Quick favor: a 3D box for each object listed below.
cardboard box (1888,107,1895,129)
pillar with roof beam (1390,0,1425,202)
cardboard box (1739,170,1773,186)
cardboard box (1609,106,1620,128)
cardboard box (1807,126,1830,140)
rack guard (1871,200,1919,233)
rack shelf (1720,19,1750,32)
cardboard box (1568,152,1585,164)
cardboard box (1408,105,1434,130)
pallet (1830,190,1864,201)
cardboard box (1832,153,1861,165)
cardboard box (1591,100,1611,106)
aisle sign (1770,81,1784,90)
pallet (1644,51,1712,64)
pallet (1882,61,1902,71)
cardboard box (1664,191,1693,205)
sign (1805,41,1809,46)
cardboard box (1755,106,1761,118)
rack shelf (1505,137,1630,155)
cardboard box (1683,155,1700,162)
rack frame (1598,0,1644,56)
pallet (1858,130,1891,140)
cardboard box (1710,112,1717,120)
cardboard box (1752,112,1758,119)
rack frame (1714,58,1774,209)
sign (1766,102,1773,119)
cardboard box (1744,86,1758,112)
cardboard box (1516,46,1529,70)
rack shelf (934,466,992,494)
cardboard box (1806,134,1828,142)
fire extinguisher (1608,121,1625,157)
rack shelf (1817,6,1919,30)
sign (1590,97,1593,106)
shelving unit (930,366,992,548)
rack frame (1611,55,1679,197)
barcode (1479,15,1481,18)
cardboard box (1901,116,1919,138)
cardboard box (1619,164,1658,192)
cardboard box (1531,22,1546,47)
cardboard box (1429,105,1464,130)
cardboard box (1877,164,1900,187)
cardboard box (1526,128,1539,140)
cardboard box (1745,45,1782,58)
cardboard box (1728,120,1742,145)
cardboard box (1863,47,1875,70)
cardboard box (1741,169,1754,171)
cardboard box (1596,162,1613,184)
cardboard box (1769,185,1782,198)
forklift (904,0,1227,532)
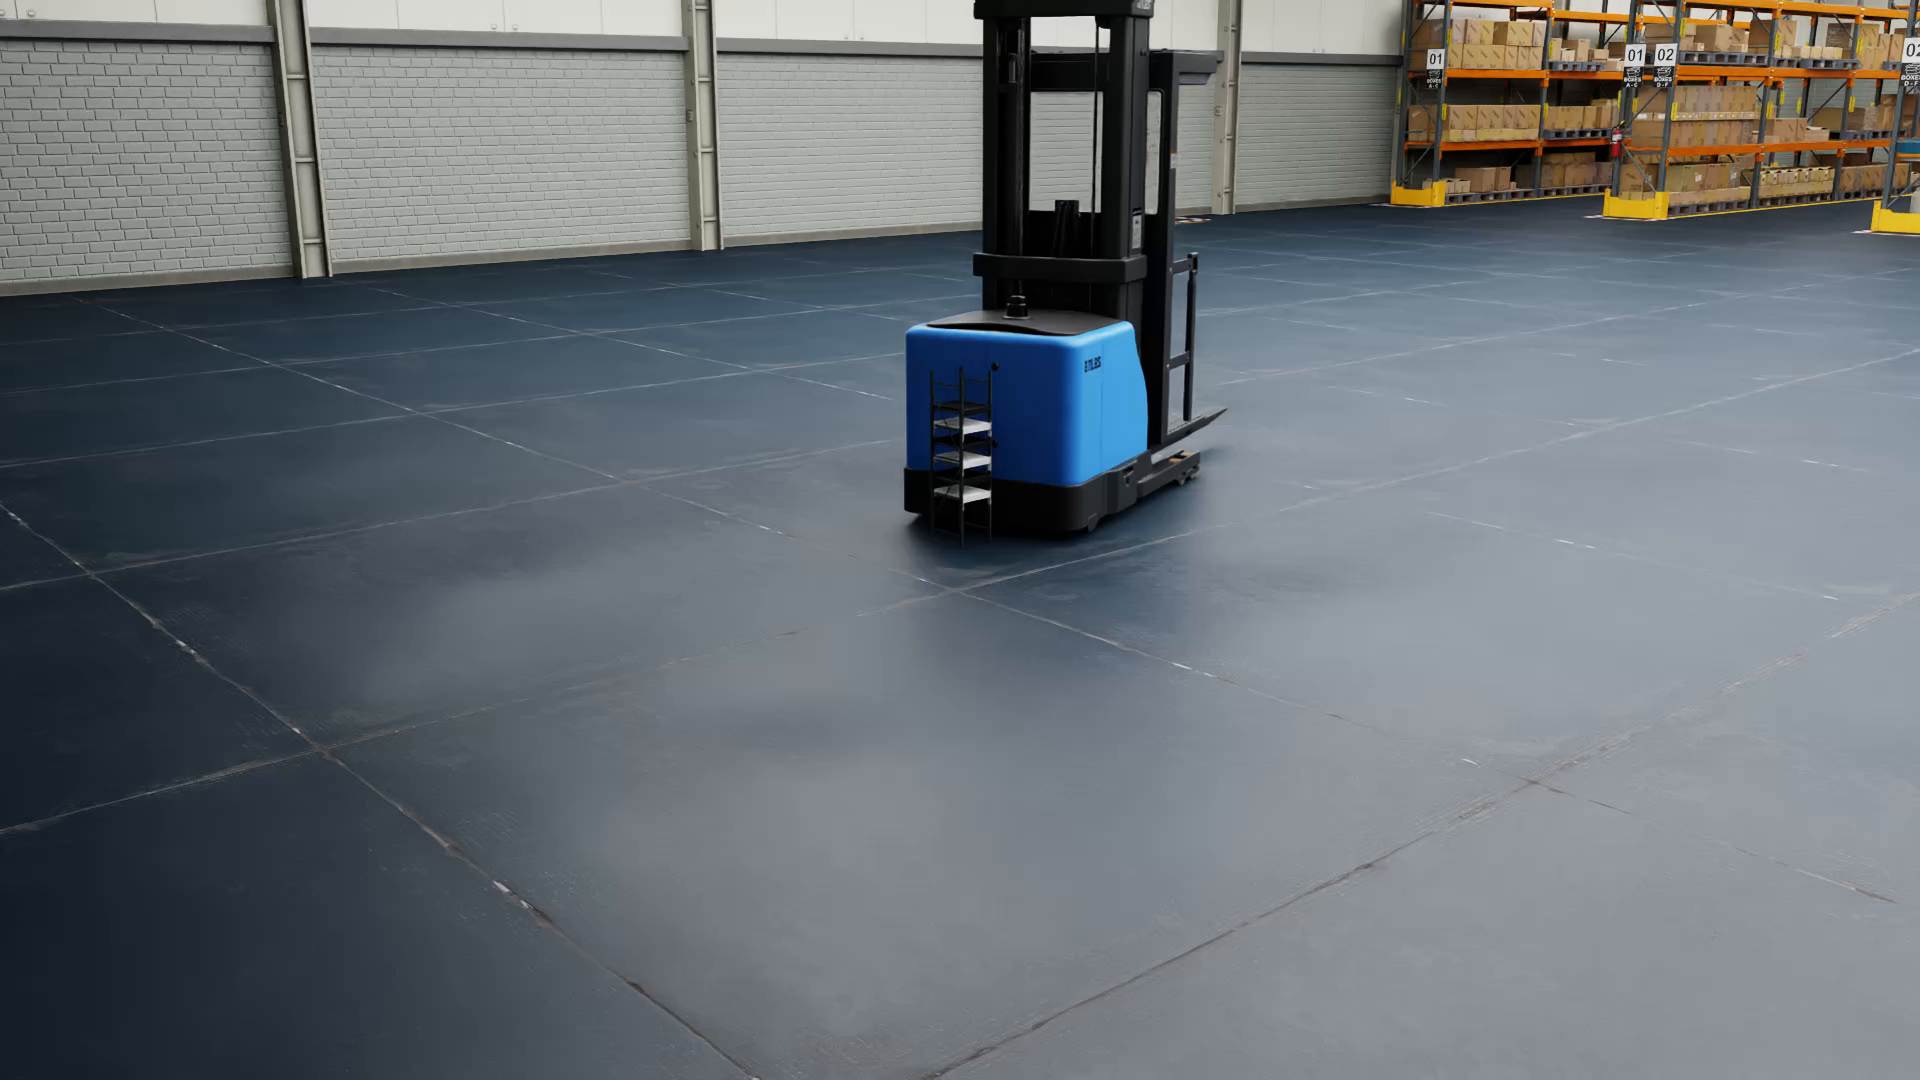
[{"bbox_3d":[21.572,-9.929,39.101,0.700,0.500,0.500,8,17,28],"label":"cardboard box"},{"bbox_3d":[12.555,-10.993,32.466,0.400,9.000,9.100,-13,19,-39],"label":"pillar with roof beam"},{"bbox_3d":[16.516,-7.526,34.541,0.500,0.311,0.500,-13,19,-39],"label":"cardboard box"},{"bbox_3d":[15.456,-10.180,40.002,0.700,0.500,0.500,13,20,40],"label":"cardboard box"},{"bbox_3d":[18.756,-8.941,36.581,0.500,0.311,0.500,-11,19,-36],"label":"cardboard box"},{"bbox_3d":[16.299,-5.531,28.488,0.348,0.500,1.175,-13,19,-39],"label":"rack guard"},{"bbox_3d":[20.330,-13.375,43.552,4.000,0.370,1.077,-13,19,-39],"label":"rack shelf"},{"bbox_3d":[14.439,-9.063,39.406,0.500,0.250,0.500,-13,20,-40],"label":"cardboard box"},{"bbox_3d":[9.985,-9.066,35.677,0.500,0.500,0.500,-13,20,-40],"label":"cardboard box"},{"bbox_3d":[19.647,-7.809,37.575,1.213,0.211,1.003,-13,19,-39],"label":"pallet"},{"bbox_3d":[20.419,-8.793,38.393,0.500,0.250,0.500,-13,20,-40],"label":"cardboard box"},{"bbox_3d":[15.331,-10.453,39.768,0.380,0.149,0.250,12,19,38],"label":"cardboard box"},{"bbox_3d":[22.090,-12.565,44.942,0.004,0.787,0.394,-13,19,-39],"label":"aisle sign"},{"bbox_3d":[13.574,-9.203,31.749,1.213,0.211,1.003,-13,19,-39],"label":"pallet"},{"bbox_3d":[20.758,-10.800,37.920,1.003,0.211,1.213,-13,19,-39],"label":"pallet"},{"bbox_3d":[13.949,-6.689,32.494,0.500,0.250,0.500,-13,19,-39],"label":"cardboard box"},{"bbox_3d":[18.704,-10.842,36.712,0.005,0.325,0.100,-13,19,-39],"label":"sign"},{"bbox_3d":[20.919,-11.287,44.611,0.700,0.700,0.980,-13,20,-40],"label":"cardboard box"},{"bbox_3d":[14.295,-9.314,39.201,4.000,0.370,1.077,-13,19,-39],"label":"rack shelf"},{"bbox_3d":[18.417,-9.707,42.630,0.750,0.750,0.750,-12,19,-39],"label":"cardboard box"},{"bbox_3d":[15.804,-12.899,39.603,0.127,3.000,1.000,-13,19,-39],"label":"rack frame"},{"bbox_3d":[20.523,-9.274,38.030,1.213,0.211,1.003,-13,19,-39],"label":"pallet"},{"bbox_3d":[14.621,-8.328,32.665,0.250,0.149,0.380,-12,19,-39],"label":"cardboard box"},{"bbox_3d":[15.977,-8.633,33.807,0.250,0.149,0.380,-13,20,-39],"label":"cardboard box"},{"bbox_3d":[16.041,-8.359,34.232,0.127,3.000,1.000,-13,19,-39],"label":"rack frame"},{"bbox_3d":[16.407,-8.708,33.707,0.005,0.325,0.100,-13,19,-39],"label":"sign"},{"bbox_3d":[15.711,-8.958,33.766,0.500,0.500,0.700,-13,19,-39],"label":"cardboard box"},{"bbox_3d":[12.178,-10.613,36.626,0.500,0.500,0.500,14,20,42],"label":"cardboard box"},{"bbox_3d":[0.004,-0.315,8.663,0.200,0.077,0.258,-14,20,-42],"label":"rack shelf"},{"bbox_3d":[18.562,-8.709,36.029,0.250,0.149,0.380,-13,19,-39],"label":"cardboard box"},{"bbox_3d":[12.630,-7.715,31.969,0.183,0.674,0.296,-13,19,-39],"label":"fire extinguisher"},{"bbox_3d":[20.567,-11.733,37.407,4.000,0.370,1.077,-13,19,-39],"label":"rack shelf"},{"bbox_3d":[15.437,-10.667,40.630,0.005,0.325,0.100,-13,19,-39],"label":"sign"},{"bbox_3d":[0.004,-0.434,8.631,0.210,0.900,0.258,-14,20,-42],"label":"shelving unit"},{"bbox_3d":[13.024,-7.682,31.695,0.127,3.000,1.000,-13,19,-39],"label":"rack frame"},{"bbox_3d":[11.456,-11.538,36.640,0.075,0.075,0.001,-13,19,-39],"label":"barcode"},{"bbox_3d":[22.640,-9.796,39.417,0.500,0.500,0.500,-12,19,-38],"label":"cardboard box"},{"bbox_3d":[13.233,-7.067,32.456,0.500,0.500,0.500,-13,19,-39],"label":"cardboard box"},{"bbox_3d":[12.587,-11.175,36.793,0.500,0.500,0.500,14,20,42],"label":"cardboard box"},{"bbox_3d":[10.327,-8.967,35.307,0.500,0.500,0.500,-13,19,-39],"label":"cardboard box"},{"bbox_3d":[21.514,-8.498,38.742,0.500,0.500,0.500,-13,19,-39],"label":"cardboard box"},{"bbox_3d":[12.628,-9.121,37.335,0.500,0.250,0.500,-13,19,-39],"label":"cardboard box"},{"bbox_3d":[16.512,-10.041,34.194,0.500,0.250,0.500,-10,18,-34],"label":"cardboard box"},{"bbox_3d":[15.317,-8.240,33.594,0.500,0.500,0.700,-13,20,-40],"label":"cardboard box"},{"bbox_3d":[19.750,-10.701,36.993,0.500,0.500,0.910,-13,19,-39],"label":"cardboard box"},{"bbox_3d":[16.547,-7.718,35.261,0.500,0.311,0.500,-12,19,-38],"label":"cardboard box"},{"bbox_3d":[15.295,-8.873,40.148,0.500,0.500,0.700,-12,19,-39],"label":"cardboard box"},{"bbox_3d":[16.895,-7.340,34.931,0.500,0.250,0.500,-12,19,-38],"label":"cardboard box"},{"bbox_3d":[0.816,-1.790,9.773,1.130,2.935,3.031,8,17,26],"label":"forklift"}]
